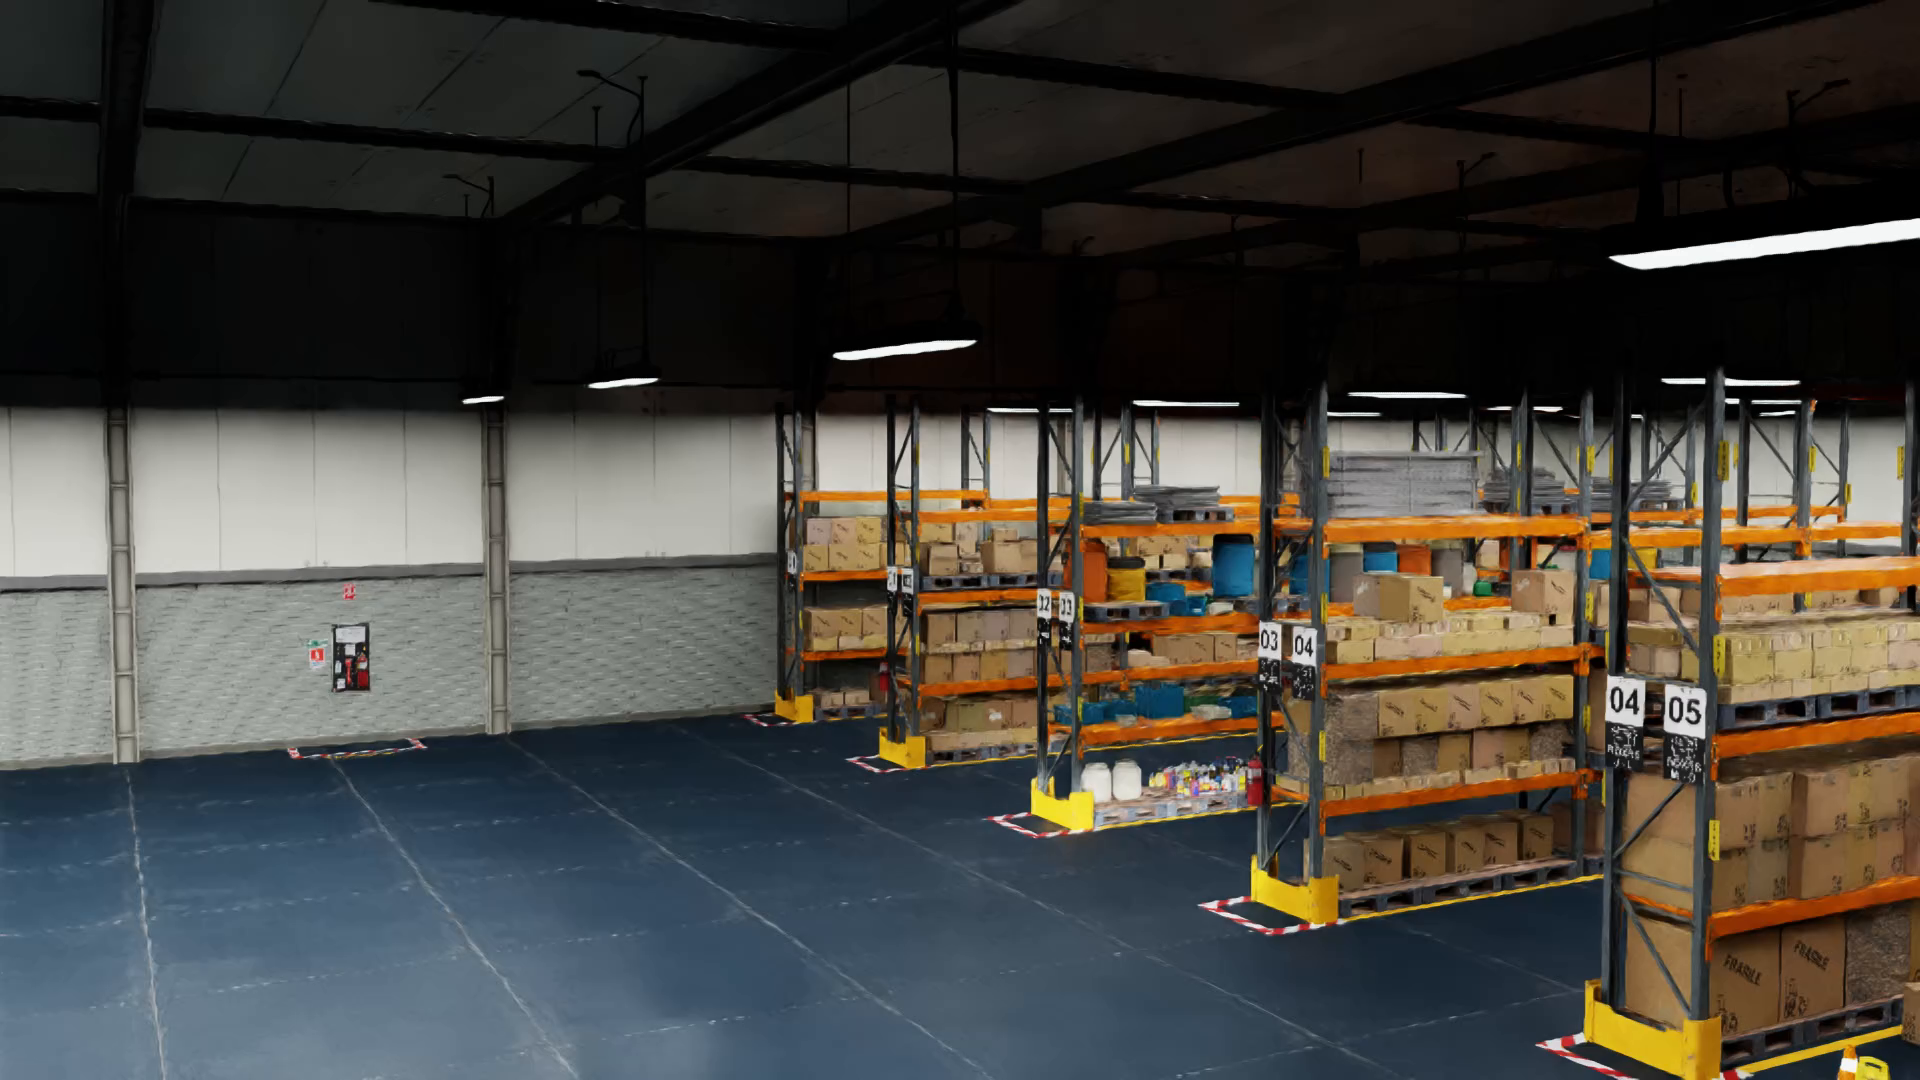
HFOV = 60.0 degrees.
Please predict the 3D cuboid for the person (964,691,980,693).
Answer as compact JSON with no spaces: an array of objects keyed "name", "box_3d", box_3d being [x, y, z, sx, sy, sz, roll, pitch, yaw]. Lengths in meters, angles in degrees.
[{"name":"person","box_3d":[0.268,2.506,31.927,0.550,1.684,0.433,-3,5,-44]}]
